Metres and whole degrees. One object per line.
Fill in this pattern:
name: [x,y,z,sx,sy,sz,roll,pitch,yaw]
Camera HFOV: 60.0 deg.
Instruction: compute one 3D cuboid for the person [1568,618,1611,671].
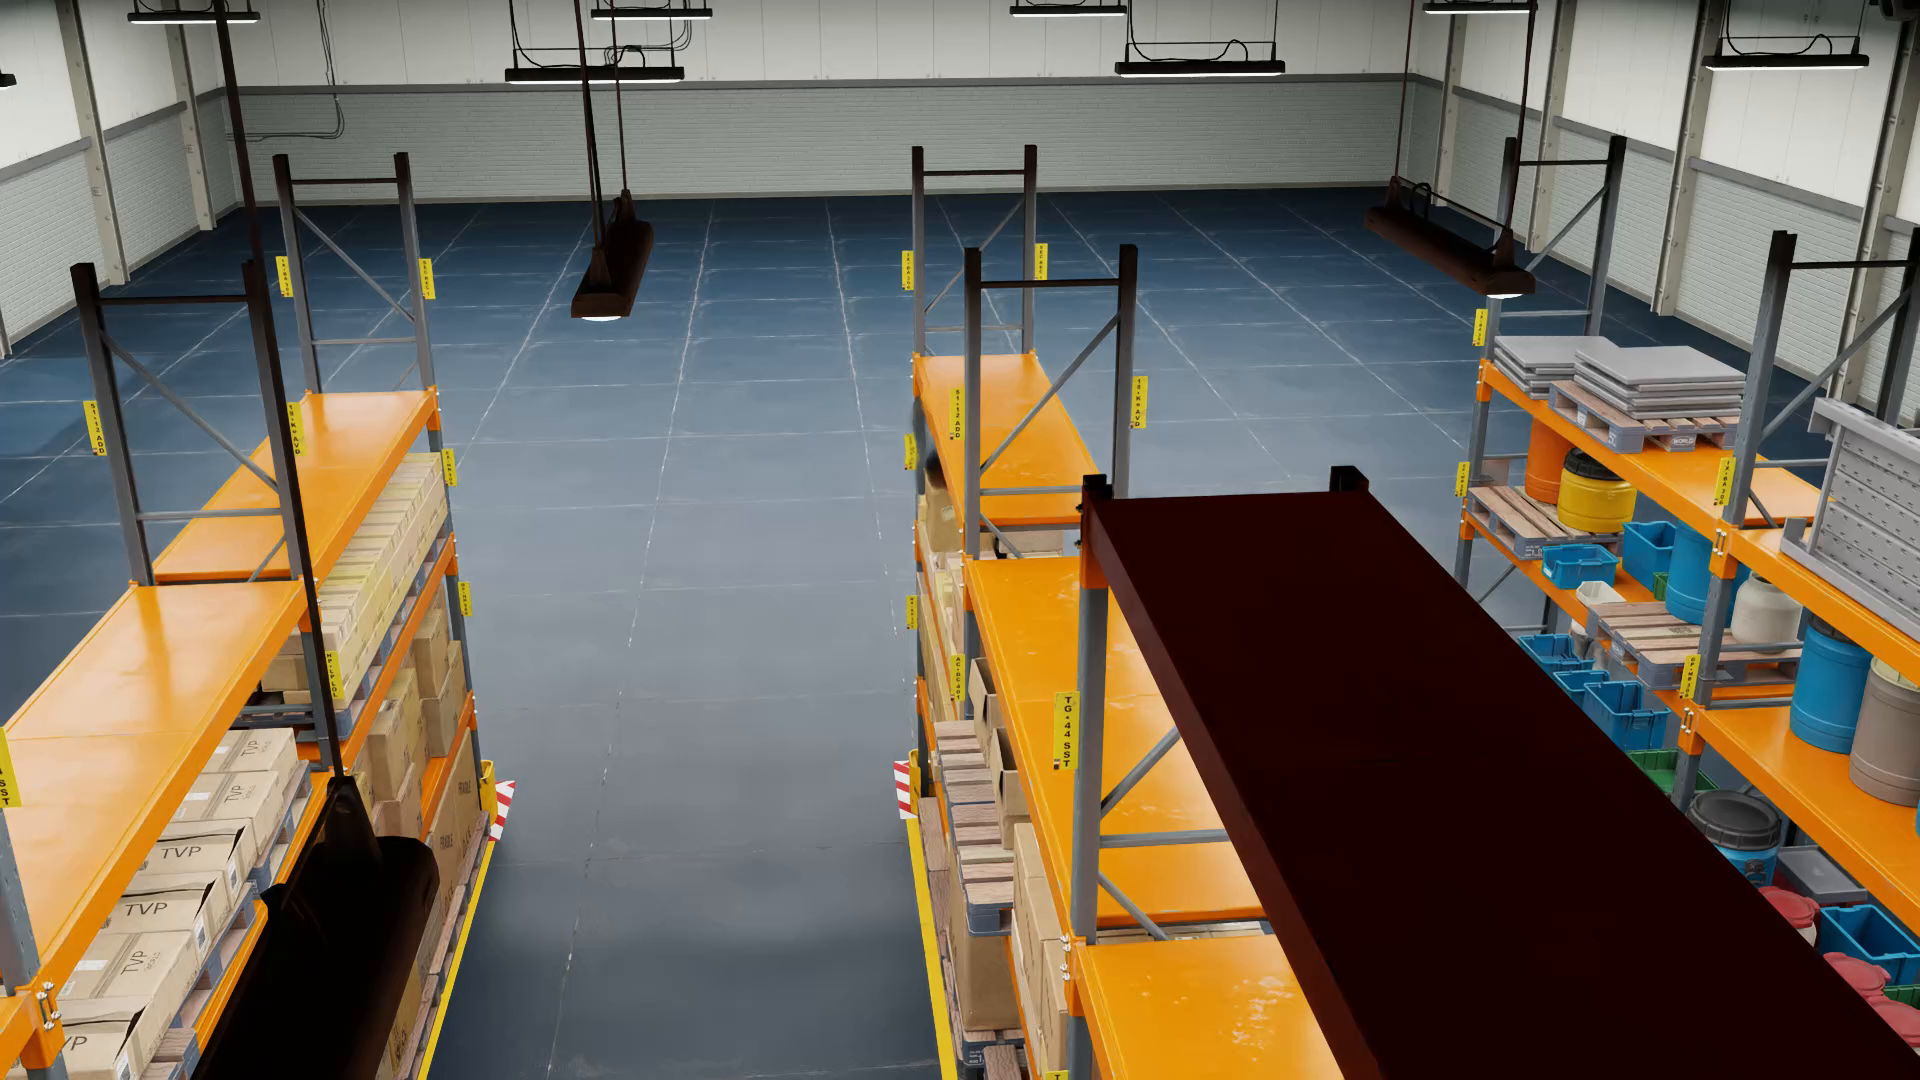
person: [6.429,0.956,16.865,0.540,1.777,0.531,18,28,37]
